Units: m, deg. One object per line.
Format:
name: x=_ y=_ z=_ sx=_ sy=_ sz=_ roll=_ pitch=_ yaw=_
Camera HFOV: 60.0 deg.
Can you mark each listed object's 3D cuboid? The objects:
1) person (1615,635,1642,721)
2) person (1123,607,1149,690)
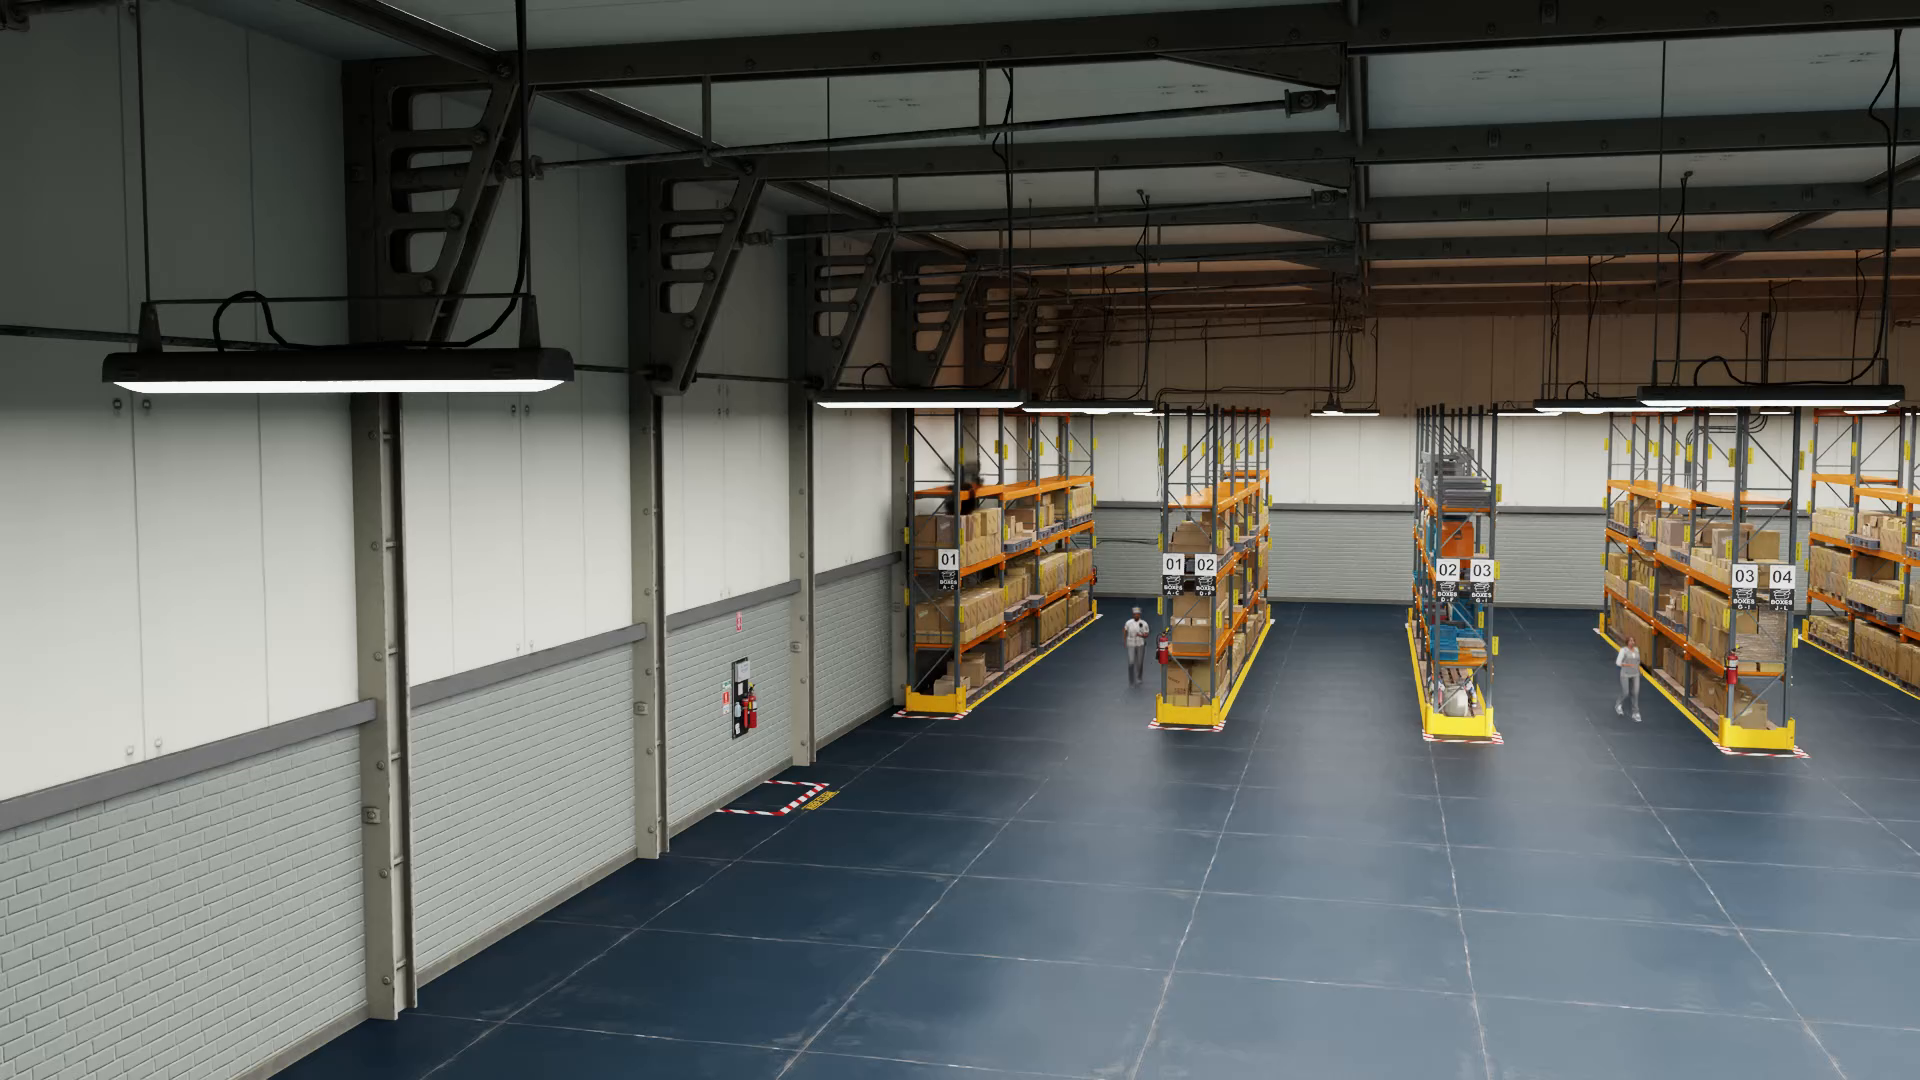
person: x=12.730 y=2.593 z=31.600 sx=0.545 sy=1.580 sz=0.873 roll=0 pitch=4 yaw=-3
person: x=3.752 y=2.298 z=35.432 sx=0.547 sy=1.756 sz=0.761 roll=0 pitch=4 yaw=6
